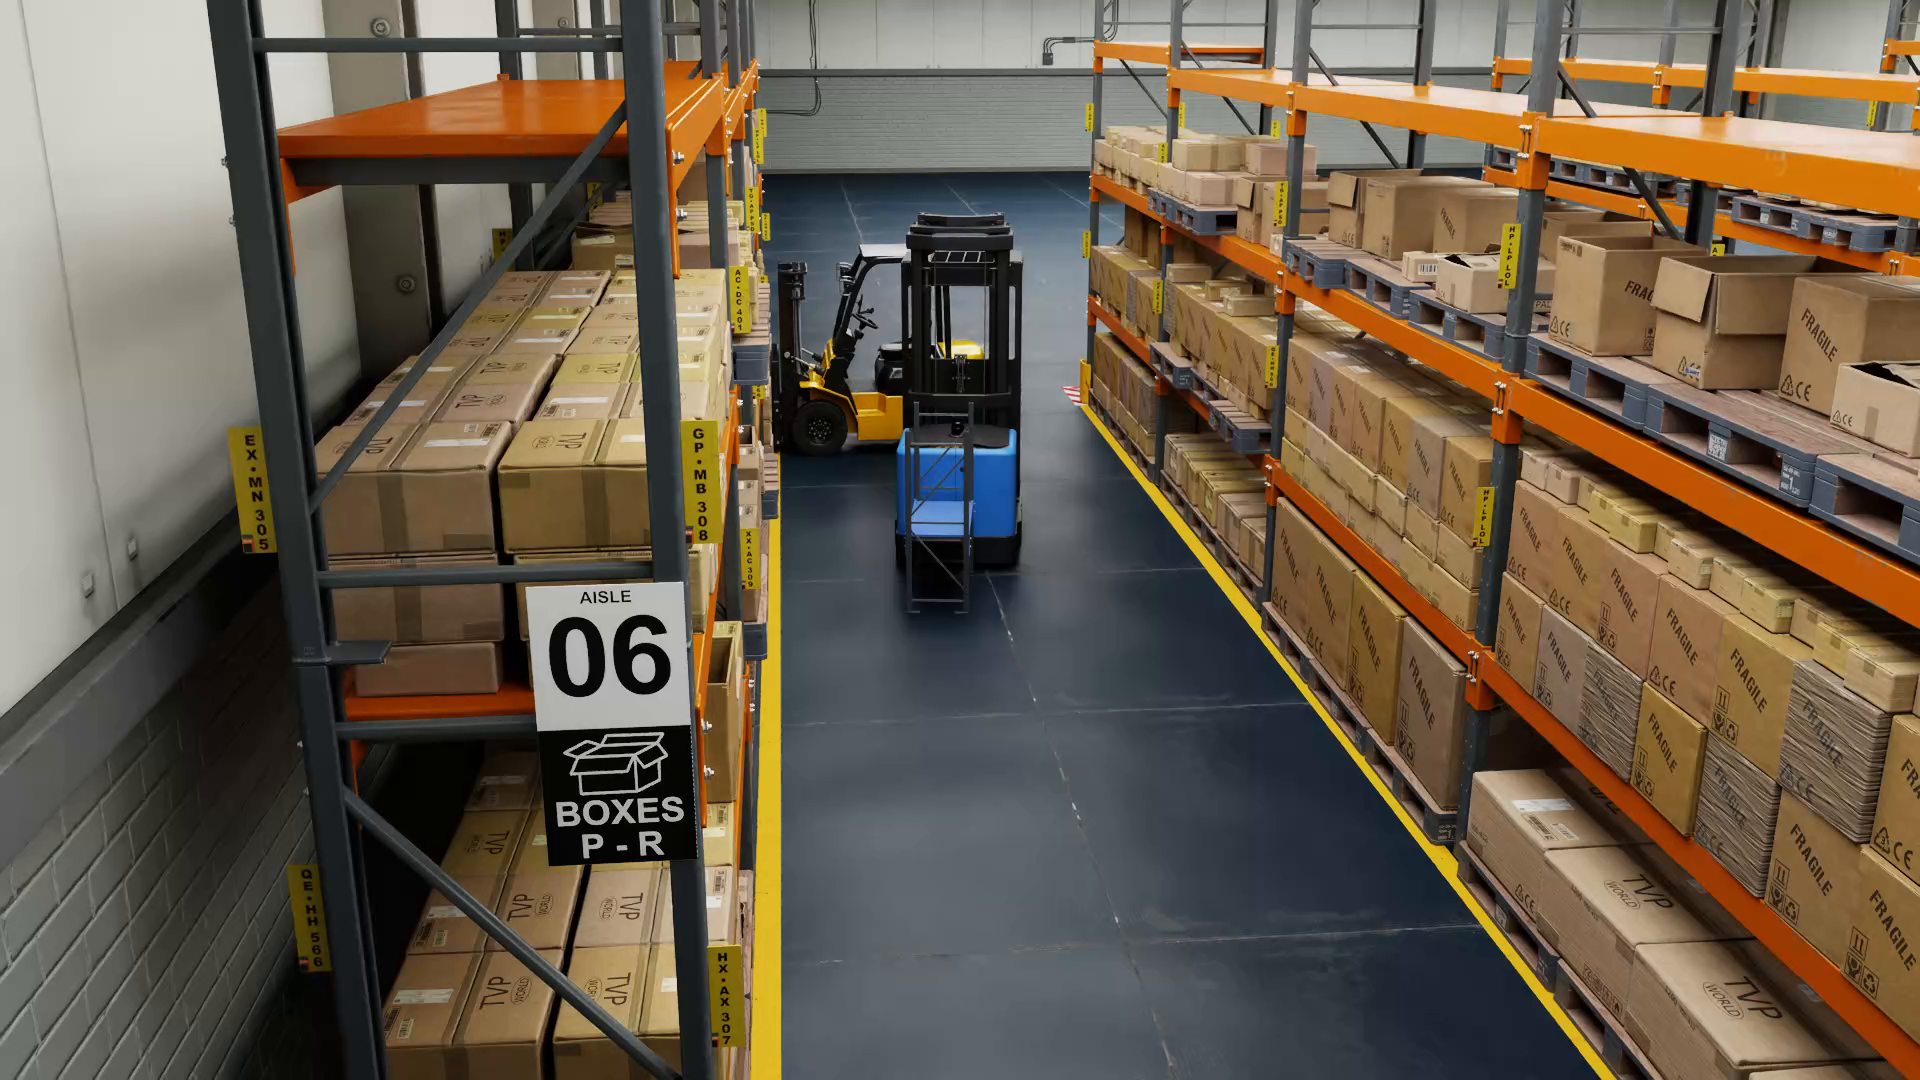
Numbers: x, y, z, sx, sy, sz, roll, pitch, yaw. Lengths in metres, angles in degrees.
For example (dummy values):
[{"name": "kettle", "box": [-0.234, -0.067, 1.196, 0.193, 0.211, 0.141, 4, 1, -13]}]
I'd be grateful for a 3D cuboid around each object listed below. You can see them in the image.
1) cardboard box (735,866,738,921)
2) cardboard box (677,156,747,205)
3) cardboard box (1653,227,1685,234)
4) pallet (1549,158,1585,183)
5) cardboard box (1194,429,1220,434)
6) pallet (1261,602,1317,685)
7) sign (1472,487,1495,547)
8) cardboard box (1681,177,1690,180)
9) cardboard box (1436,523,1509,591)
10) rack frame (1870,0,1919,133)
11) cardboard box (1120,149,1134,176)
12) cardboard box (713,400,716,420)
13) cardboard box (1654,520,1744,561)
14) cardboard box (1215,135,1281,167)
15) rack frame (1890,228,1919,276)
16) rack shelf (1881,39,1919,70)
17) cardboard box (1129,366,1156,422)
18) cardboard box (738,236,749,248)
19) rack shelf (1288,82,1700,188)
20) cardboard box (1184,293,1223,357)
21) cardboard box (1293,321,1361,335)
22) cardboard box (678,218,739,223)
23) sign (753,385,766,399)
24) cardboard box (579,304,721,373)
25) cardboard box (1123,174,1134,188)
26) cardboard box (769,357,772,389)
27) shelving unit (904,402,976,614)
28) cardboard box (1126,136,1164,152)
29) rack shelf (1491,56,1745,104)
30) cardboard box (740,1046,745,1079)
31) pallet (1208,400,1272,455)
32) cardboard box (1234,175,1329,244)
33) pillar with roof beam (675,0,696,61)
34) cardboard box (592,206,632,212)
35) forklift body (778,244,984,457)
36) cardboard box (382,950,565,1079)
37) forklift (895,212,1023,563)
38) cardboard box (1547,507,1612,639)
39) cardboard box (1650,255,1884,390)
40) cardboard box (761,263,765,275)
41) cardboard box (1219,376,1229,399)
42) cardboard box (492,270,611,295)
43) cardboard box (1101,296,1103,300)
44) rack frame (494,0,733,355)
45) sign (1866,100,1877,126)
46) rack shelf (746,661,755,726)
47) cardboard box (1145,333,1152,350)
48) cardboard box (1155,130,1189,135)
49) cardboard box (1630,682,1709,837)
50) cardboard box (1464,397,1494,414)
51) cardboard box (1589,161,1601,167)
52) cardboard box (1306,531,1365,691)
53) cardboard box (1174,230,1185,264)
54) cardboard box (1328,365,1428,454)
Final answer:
[{"name": "cardboard box", "box": [-1.046, 1.347, 6.372, 0.380, 0.149, 0.250, -2, 18, -7]}, {"name": "cardboard box", "box": [-1.859, -2.615, 12.529, 0.500, 0.500, 0.500, -2, 18, -5]}, {"name": "cardboard box", "box": [7.234, -3.052, 17.910, 0.875, 0.550, 0.550, -2, 18, -6]}, {"name": "pallet", "box": [7.214, -4.190, 18.727, 1.003, 0.211, 1.213, -2, 18, -6]}, {"name": "cardboard box", "box": [2.705, -1.084, 17.583, 0.500, 0.250, 0.500, -3, 18, -8]}, {"name": "pallet", "box": [2.916, 0.748, 12.514, 1.003, 0.211, 1.213, -2, 18, -6]}, {"name": "sign", "box": [2.784, -0.122, 8.831, 0.100, 0.325, 0.005, -2, 18, -6]}, {"name": "cardboard box", "box": [7.224, -3.621, 16.126, 0.258, 0.266, 0.396, -2, 18, -7]}, {"name": "cardboard box", "box": [3.035, 0.082, 9.398, 0.500, 0.250, 0.500, -2, 18, -6]}, {"name": "rack frame", "box": [11.942, -6.371, 20.520, 1.000, 3.000, 0.127, -2, 18, -6]}, {"name": "cardboard box", "box": [2.025, -4.089, 18.014, 0.500, 0.250, 0.500, -1, 17, -4]}, {"name": "cardboard box", "box": [-1.165, -0.380, 6.200, 0.500, 0.250, 0.500, -2, 18, -7]}, {"name": "cardboard box", "box": [3.278, 0.019, 7.261, 0.380, 0.149, 0.250, -2, 18, -6]}, {"name": "cardboard box", "box": [2.684, -3.641, 15.545, 0.500, 0.250, 0.500, -1, 17, -4]}, {"name": "rack frame", "box": [7.823, -1.002, 13.435, 1.000, 3.000, 0.127, -2, 18, -6]}, {"name": "rack shelf", "box": [12.148, -5.430, 18.730, 1.077, 0.370, 4.000, -2, 18, -6]}, {"name": "cardboard box", "box": [2.115, -1.577, 17.902, 0.500, 0.500, 0.500, -1, 17, -5]}, {"name": "cardboard box", "box": [-1.410, -1.659, 9.572, 0.380, 0.149, 0.250, -2, 18, -5]}, {"name": "rack shelf", "box": [3.116, -2.552, 10.223, 1.077, 0.370, 4.000, -2, 18, -6]}, {"name": "cardboard box", "box": [2.350, -1.955, 15.106, 0.500, 0.500, 0.500, -2, 18, -6]}, {"name": "cardboard box", "box": [3.033, -1.505, 13.673, 0.500, 0.500, 0.500, -1, 17, -3]}, {"name": "cardboard box", "box": [-1.592, -1.952, 10.539, 0.380, 0.149, 0.250, -2, 18, -7]}, {"name": "sign", "box": [-1.488, -1.199, 12.260, 0.100, 0.325, 0.005, -2, 18, -6]}, {"name": "cardboard box", "box": [-1.218, -0.768, 6.600, 0.500, 0.250, 0.500, -1, 17, -5]}, {"name": "cardboard box", "box": [2.001, -3.943, 18.213, 0.380, 0.149, 0.250, -2, 18, -7]}, {"name": "cardboard box", "box": [-2.329, -1.833, 18.301, 0.500, 0.250, 0.500, -2, 18, -7]}, {"name": "shelving unit", "box": [-0.157, -0.282, 13.645, 0.538, 1.500, 1.048, 1, 17, 2]}, {"name": "cardboard box", "box": [1.993, -4.249, 17.858, 0.380, 0.149, 0.250, -2, 17, -5]}, {"name": "rack shelf", "box": [7.204, -5.118, 18.398, 1.077, 0.370, 4.000, -2, 18, -6]}, {"name": "cardboard box", "box": [-1.175, 2.109, 6.996, 0.500, 0.500, 0.500, -1, 17, -5]}, {"name": "pallet", "box": [2.730, -0.937, 13.546, 1.213, 0.211, 1.003, -2, 18, -6]}, {"name": "cardboard box", "box": [2.724, -2.753, 13.832, 0.797, 0.503, 0.637, -2, 18, -6]}, {"name": "pillar with roof beam", "box": [-0.632, -9.383, 30.115, 9.100, 9.000, 0.400, -2, 18, -6]}, {"name": "cardboard box", "box": [-2.267, -2.162, 11.208, 0.380, 0.149, 0.250, -2, 18, -5]}, {"name": "forklift body", "box": [-0.842, -2.135, 18.459, 2.313, 2.155, 1.214, -2, 18, -6]}, {"name": "cardboard box", "box": [-1.513, 1.520, 5.156, 0.500, 0.250, 0.500, -1, 17, -4]}, {"name": "forklift", "box": [0.027, -1.585, 15.405, 1.130, 2.935, 3.031, 1, 17, 2]}, {"name": "cardboard box", "box": [3.177, 0.148, 7.935, 0.500, 0.500, 0.500, -2, 18, -6]}, {"name": "cardboard box", "box": [3.494, -0.955, 7.236, 0.797, 0.503, 0.637, 0, 17, -1]}, {"name": "cardboard box", "box": [-2.540, -2.957, 19.495, 0.500, 0.500, 0.500, -2, 18, -7]}, {"name": "cardboard box", "box": [2.412, -1.298, 14.096, 0.380, 0.149, 0.250, -1, 17, -5]}, {"name": "cardboard box", "box": [-1.846, -1.057, 7.520, 0.500, 0.250, 0.500, -2, 18, -6]}, {"name": "cardboard box", "box": [1.914, -2.975, 20.138, 0.380, 0.149, 0.250, -2, 18, -5]}, {"name": "rack frame", "box": [-1.614, -2.335, 7.665, 1.000, 3.000, 0.127, -2, 18, -6]}, {"name": "sign", "box": [11.402, -5.340, 20.785, 0.100, 0.325, 0.005, -2, 18, -6]}, {"name": "rack shelf", "box": [-1.821, 0.274, 10.569, 1.077, 0.370, 4.000, -2, 18, -6]}, {"name": "cardboard box", "box": [2.128, -2.052, 17.196, 0.380, 0.149, 0.250, -1, 17, -4]}, {"name": "cardboard box", "box": [2.421, -4.572, 18.886, 0.380, 0.149, 0.250, -2, 18, -5]}, {"name": "cardboard box", "box": [3.256, 0.925, 7.130, 0.500, 0.500, 0.500, -1, 17, -4]}, {"name": "cardboard box", "box": [3.434, -0.592, 10.293, 0.500, 0.500, 0.500, -2, 18, -7]}, {"name": "cardboard box", "box": [6.974, -4.080, 17.782, 0.380, 0.149, 0.250, -2, 18, -5]}, {"name": "cardboard box", "box": [2.986, 0.468, 11.596, 0.875, 0.875, 0.875, -2, 17, -5]}, {"name": "cardboard box", "box": [2.637, -2.968, 17.364, 0.700, 0.500, 0.500, -2, 18, -5]}, {"name": "cardboard box", "box": [2.816, -0.887, 11.232, 0.500, 0.500, 0.500, -1, 17, -4]}]
